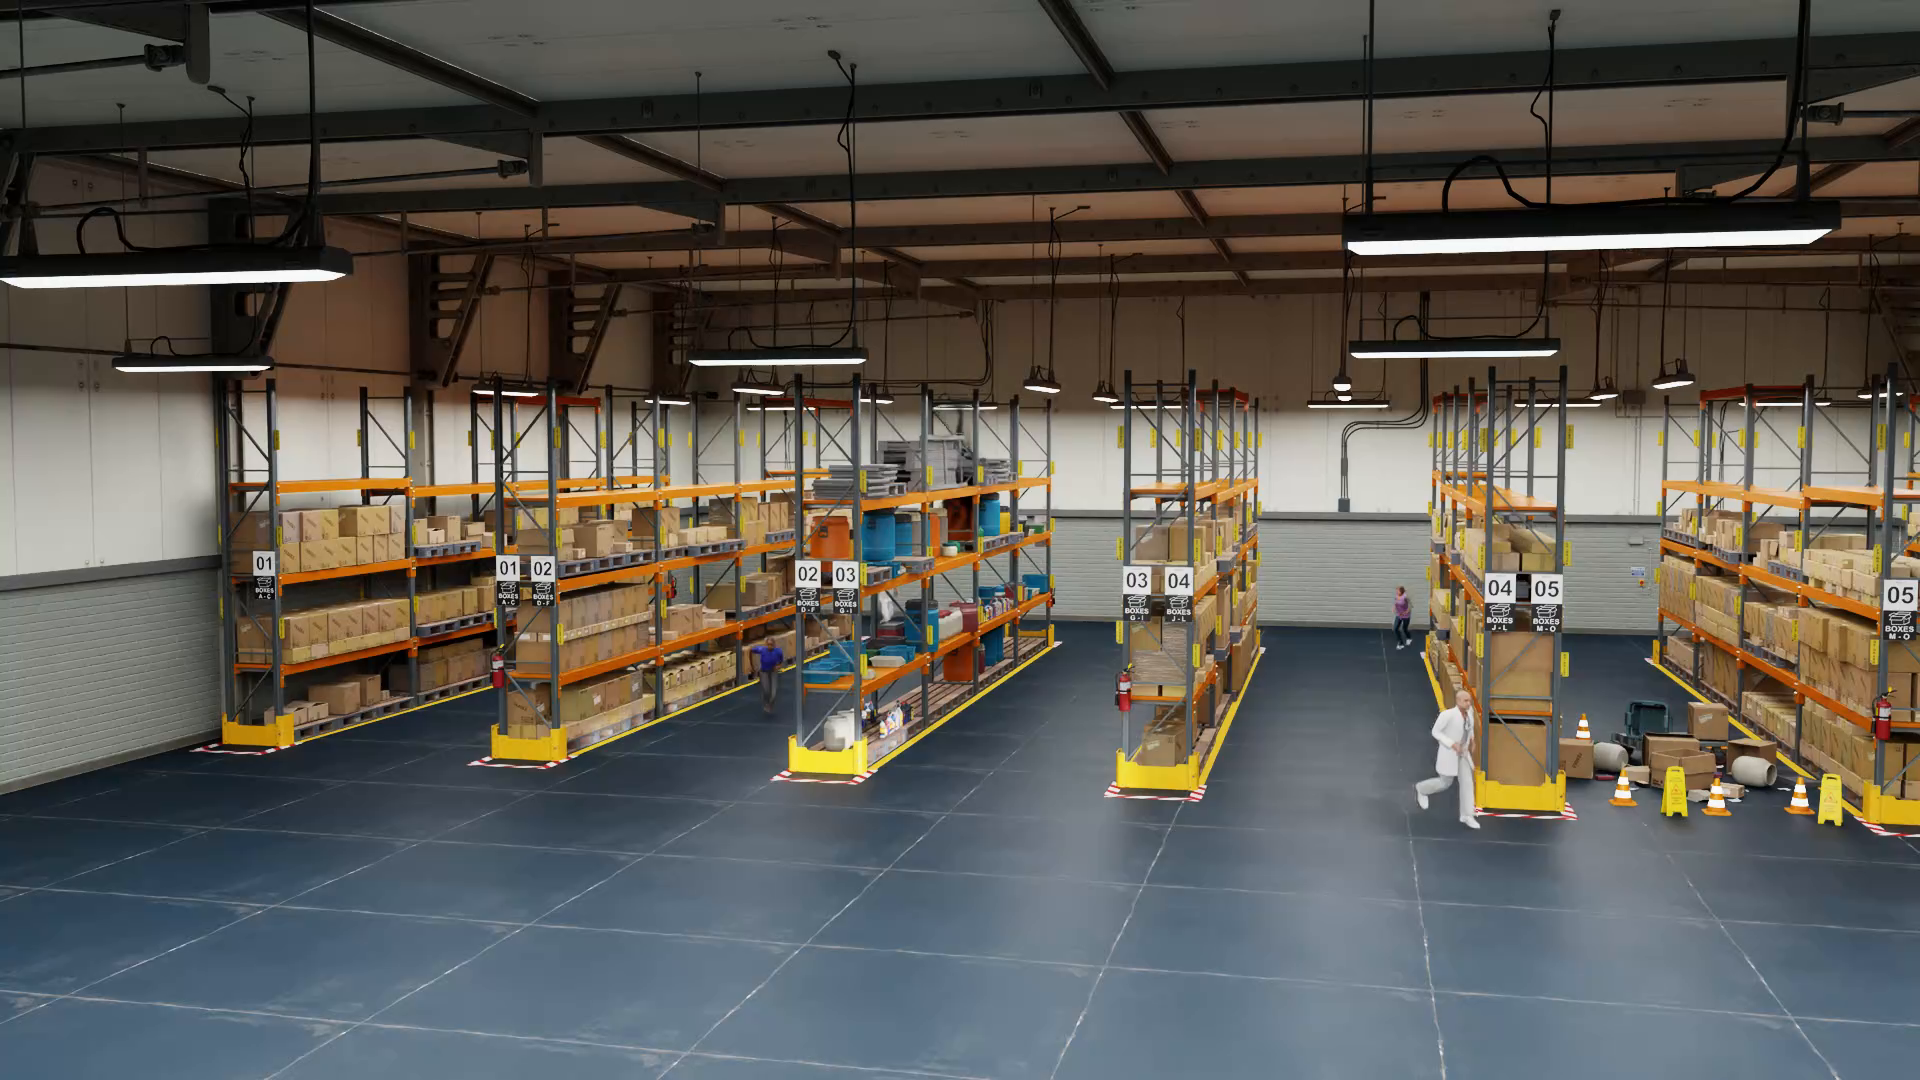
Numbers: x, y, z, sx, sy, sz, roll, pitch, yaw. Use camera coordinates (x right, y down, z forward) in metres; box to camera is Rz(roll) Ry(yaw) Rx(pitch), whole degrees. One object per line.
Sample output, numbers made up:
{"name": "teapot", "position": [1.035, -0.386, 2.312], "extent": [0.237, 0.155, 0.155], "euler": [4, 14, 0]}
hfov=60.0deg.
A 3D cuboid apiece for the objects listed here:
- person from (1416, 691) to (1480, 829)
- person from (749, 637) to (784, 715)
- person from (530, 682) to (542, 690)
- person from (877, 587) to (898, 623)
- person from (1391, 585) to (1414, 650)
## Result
{"name": "person", "position": [6.449, 2.816, 21.782], "extent": [0.743, 1.739, 1.149], "euler": [-2, 4, -30]}
{"name": "person", "position": [-3.494, 2.459, 30.031], "extent": [0.602, 1.487, 0.855], "euler": [-1, 4, -12]}
{"name": "person", "position": [-7.692, 2.312, 30.363], "extent": [0.646, 1.729, 0.671], "euler": [0, 3, 8]}
{"name": "person", "position": [-1.863, 1.582, 42.046], "extent": [0.689, 1.765, 0.948], "euler": [-2, 4, -26]}
{"name": "person", "position": [10.709, 1.859, 39.919], "extent": [0.788, 1.588, 0.549], "euler": [-3, 4, -40]}
